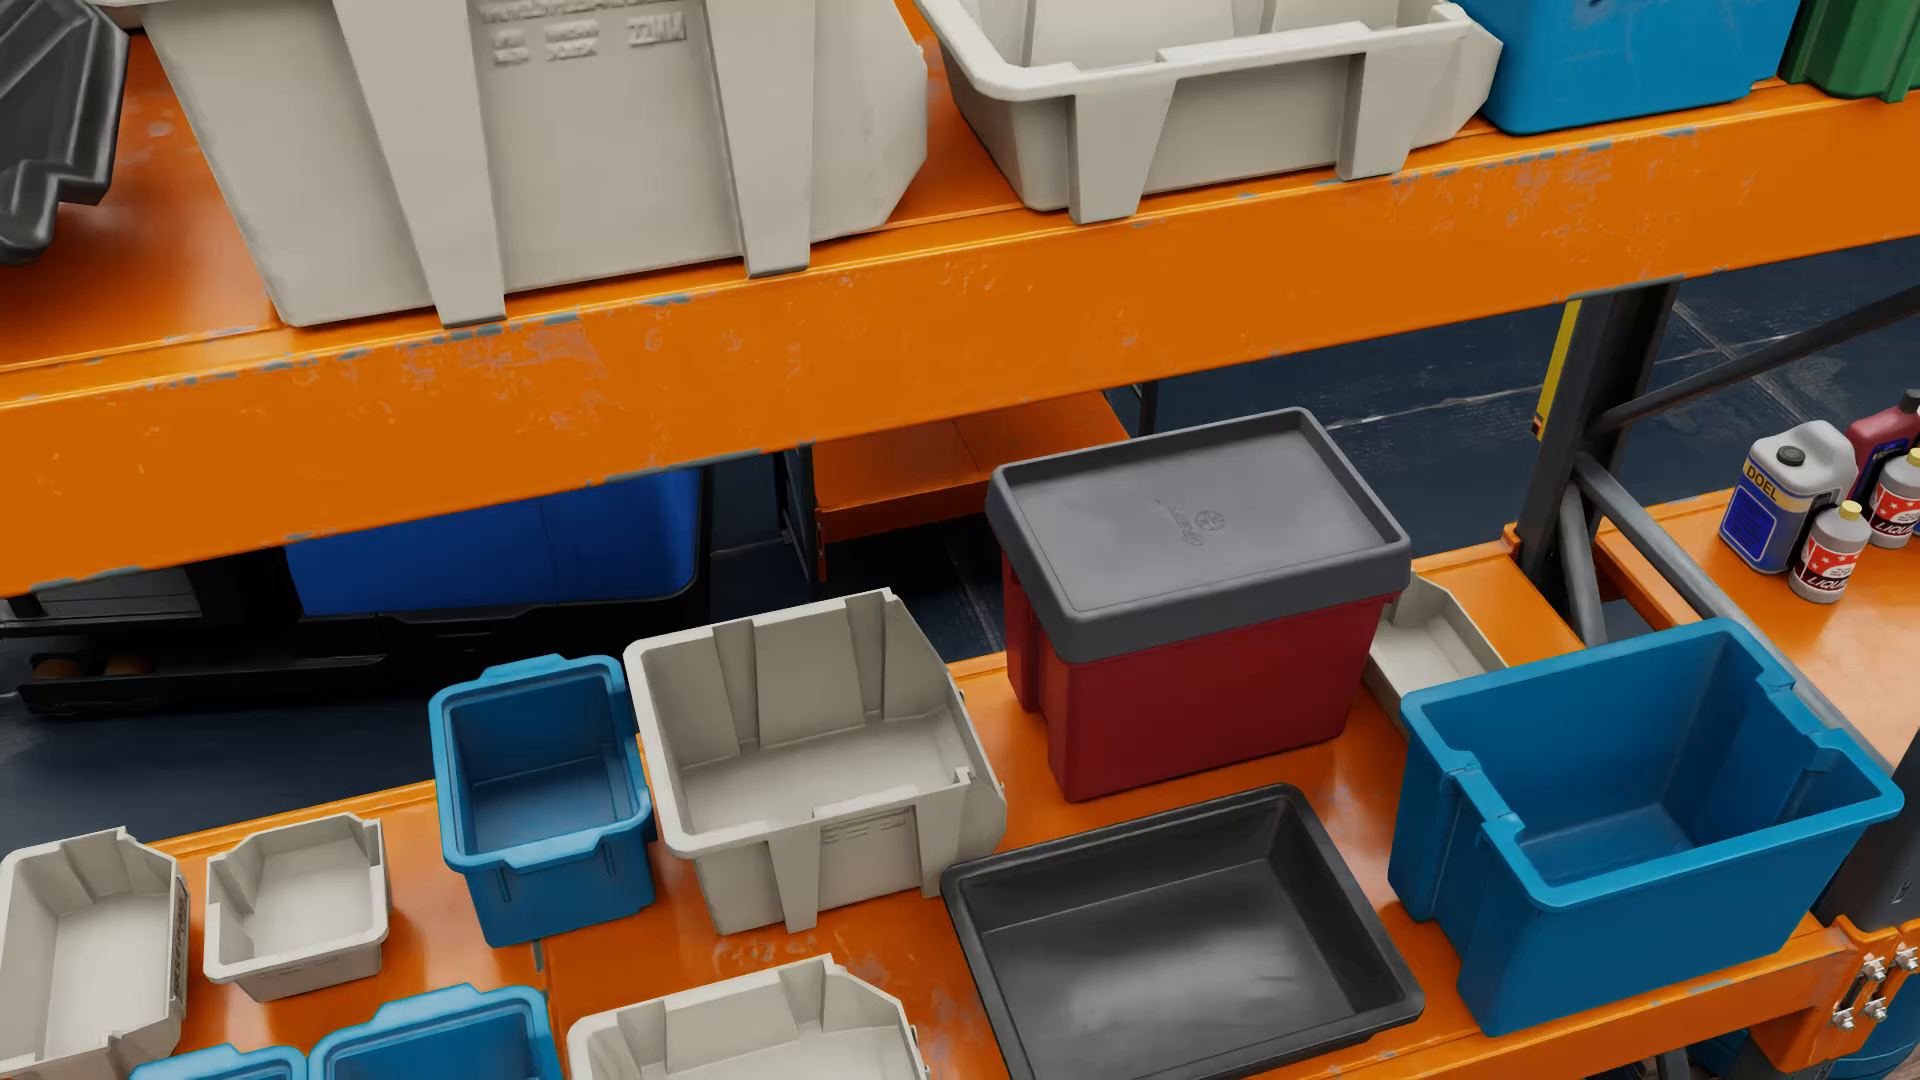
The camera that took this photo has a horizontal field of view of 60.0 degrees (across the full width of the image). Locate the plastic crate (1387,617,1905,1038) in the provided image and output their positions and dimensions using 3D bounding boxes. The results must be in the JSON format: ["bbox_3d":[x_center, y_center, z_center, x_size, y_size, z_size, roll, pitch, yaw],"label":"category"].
[{"bbox_3d":[0.953,0.435,2.438,0.575,0.384,0.392,-12,42,-13],"label":"plastic crate"}]

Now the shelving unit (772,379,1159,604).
[{"bbox_3d":[-0.006,-0.422,4.878,1.048,1.125,0.538,-12,42,-13],"label":"shelving unit"}]

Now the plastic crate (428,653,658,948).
[{"bbox_3d":[-0.638,0.410,2.583,0.300,0.233,0.416,-12,42,-13],"label":"plastic crate"}]

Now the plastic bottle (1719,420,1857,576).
[{"bbox_3d":[1.575,-0.088,3.166,0.135,0.276,0.152,-12,42,-13],"label":"plastic bottle"}]

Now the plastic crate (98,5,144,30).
[{"bbox_3d":[-0.623,-0.658,1.644,0.530,0.136,0.437,-12,42,-13],"label":"plastic crate"}]

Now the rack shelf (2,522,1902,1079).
[{"bbox_3d":[-0.612,0.812,2.588,4.000,0.370,1.077,-12,42,-13],"label":"rack shelf"}]

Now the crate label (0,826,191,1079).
[{"bbox_3d":[-1.257,0.619,2.416,0.243,0.136,0.396,-12,42,-13],"label":"crate label"}]

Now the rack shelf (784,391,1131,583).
[{"bbox_3d":[-0.006,-0.238,5.039,1.000,0.278,0.538,-12,42,-13],"label":"rack shelf"}]

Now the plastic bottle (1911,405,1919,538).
[{"bbox_3d":[1.923,-0.161,3.248,0.135,0.276,0.152,-12,42,-13],"label":"plastic bottle"}]

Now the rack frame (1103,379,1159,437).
[{"bbox_3d":[0.478,-0.523,4.993,0.032,1.125,0.500,-12,42,-13],"label":"rack frame"}]

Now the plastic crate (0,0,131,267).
[{"bbox_3d":[-0.980,-0.300,1.080,0.767,0.338,0.504,-12,42,-13],"label":"plastic crate"}]

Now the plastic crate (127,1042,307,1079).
[{"bbox_3d":[-0.929,0.874,2.051,0.300,0.233,0.416,-12,42,-13],"label":"plastic crate"}]

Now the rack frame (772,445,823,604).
[{"bbox_3d":[-0.491,-0.322,4.763,0.032,1.125,0.500,-12,42,-13],"label":"rack frame"}]

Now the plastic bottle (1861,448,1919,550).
[{"bbox_3d":[1.823,-0.089,3.223,0.097,0.201,0.097,0,41,0],"label":"plastic bottle"}]

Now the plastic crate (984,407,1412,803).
[{"bbox_3d":[0.369,0.118,2.741,0.583,0.464,0.402,-12,42,-13],"label":"plastic crate"}]

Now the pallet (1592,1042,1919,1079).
[{"bbox_3d":[2.044,1.069,3.866,1.213,0.211,1.003,-12,42,-13],"label":"pallet"}]

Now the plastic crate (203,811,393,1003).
[{"bbox_3d":[-0.980,0.549,2.496,0.250,0.136,0.298,-12,42,-13],"label":"plastic crate"}]

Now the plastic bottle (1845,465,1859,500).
[{"bbox_3d":[1.677,-0.100,3.236,0.097,0.201,0.097,0,41,0],"label":"plastic bottle"}]

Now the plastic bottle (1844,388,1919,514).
[{"bbox_3d":[1.782,-0.166,3.248,0.133,0.283,0.061,-12,42,-13],"label":"plastic bottle"}]

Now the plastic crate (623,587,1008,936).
[{"bbox_3d":[-0.216,0.354,2.610,0.530,0.282,0.437,-12,42,-13],"label":"plastic crate"}]

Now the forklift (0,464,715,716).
[{"bbox_3d":[-2.280,-0.973,4.136,3.031,2.935,1.130,-3,41,-4],"label":"forklift"}]

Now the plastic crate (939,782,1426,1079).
[{"bbox_3d":[0.309,0.616,2.428,0.590,0.125,0.437,-12,42,-13],"label":"plastic crate"}]

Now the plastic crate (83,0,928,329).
[{"bbox_3d":[-0.313,-0.393,1.230,0.530,0.282,0.437,-12,42,-13],"label":"plastic crate"}]

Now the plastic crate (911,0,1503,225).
[{"bbox_3d":[0.197,-0.395,1.342,0.466,0.136,0.293,-12,42,-13],"label":"plastic crate"}]

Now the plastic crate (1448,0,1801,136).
[{"bbox_3d":[0.523,-0.541,1.436,0.300,0.233,0.416,-12,42,-13],"label":"plastic crate"}]

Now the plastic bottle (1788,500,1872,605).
[{"bbox_3d":[1.630,0.014,3.105,0.097,0.201,0.097,0,41,0],"label":"plastic bottle"}]

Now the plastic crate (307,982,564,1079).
[{"bbox_3d":[-0.643,0.815,2.119,0.300,0.233,0.416,-12,42,-13],"label":"plastic crate"}]

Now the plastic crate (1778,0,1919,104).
[{"bbox_3d":[0.983,-0.631,1.573,0.662,0.188,0.450,-12,42,-13],"label":"plastic crate"}]

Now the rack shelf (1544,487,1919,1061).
[{"bbox_3d":[3.203,0.021,3.493,4.000,0.370,1.077,-12,42,-13],"label":"rack shelf"}]

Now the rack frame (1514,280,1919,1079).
[{"bbox_3d":[1.296,0.146,2.803,0.127,3.000,1.000,-12,42,-13],"label":"rack frame"}]

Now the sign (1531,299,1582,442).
[{"bbox_3d":[1.132,-0.304,3.108,0.005,0.325,0.100,-12,42,-13],"label":"sign"}]

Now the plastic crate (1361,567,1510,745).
[{"bbox_3d":[0.809,0.225,2.868,0.243,0.136,0.396,-12,42,-13],"label":"plastic crate"}]

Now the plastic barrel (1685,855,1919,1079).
[{"bbox_3d":[1.820,0.681,3.467,0.708,0.901,0.600,-12,42,-13],"label":"plastic barrel"}]

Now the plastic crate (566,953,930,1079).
[{"bbox_3d":[-0.275,0.755,2.261,0.466,0.136,0.293,-12,42,-13],"label":"plastic crate"}]
